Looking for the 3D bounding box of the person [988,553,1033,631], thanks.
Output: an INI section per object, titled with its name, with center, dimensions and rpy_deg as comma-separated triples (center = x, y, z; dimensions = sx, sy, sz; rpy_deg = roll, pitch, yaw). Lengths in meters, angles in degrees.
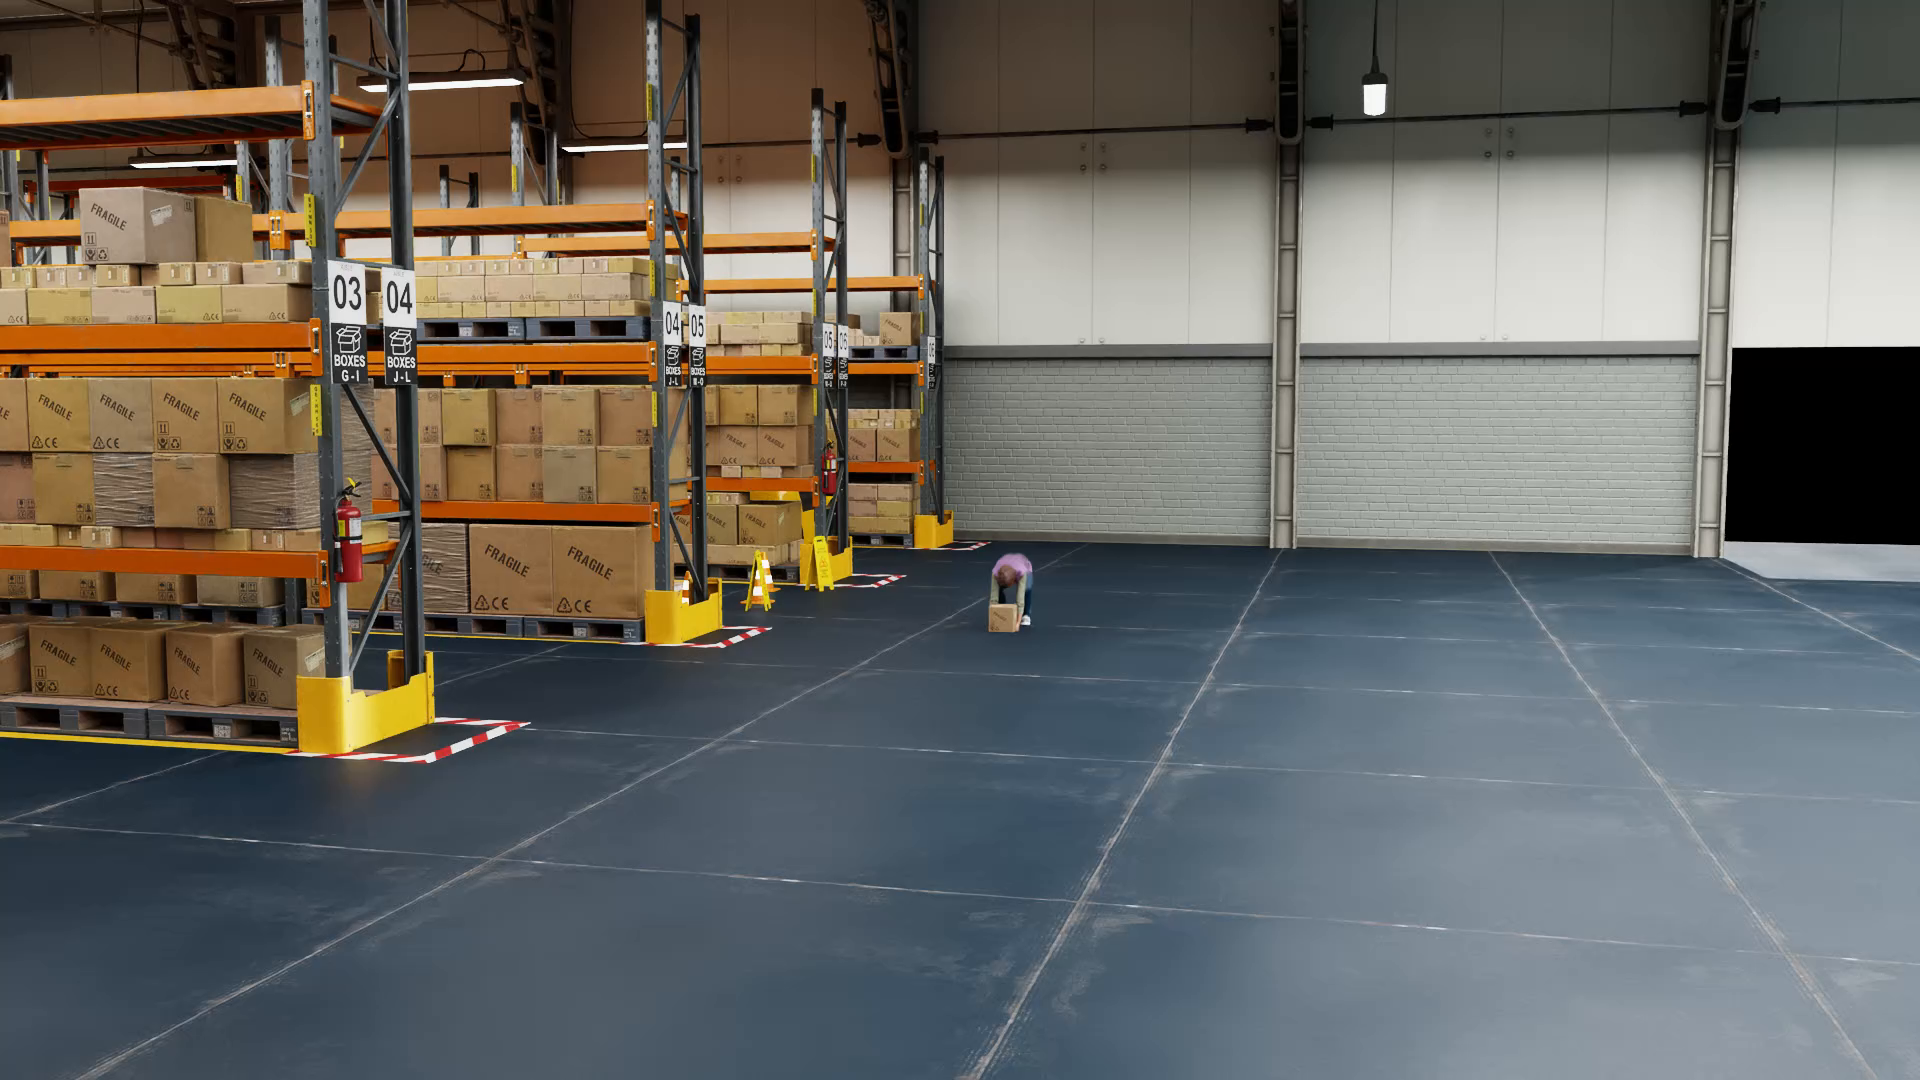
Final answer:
[person]
center = 0.521, 0.518, 16.786
dimensions = 0.427, 0.758, 0.873
rpy_deg = 1, 5, 12
